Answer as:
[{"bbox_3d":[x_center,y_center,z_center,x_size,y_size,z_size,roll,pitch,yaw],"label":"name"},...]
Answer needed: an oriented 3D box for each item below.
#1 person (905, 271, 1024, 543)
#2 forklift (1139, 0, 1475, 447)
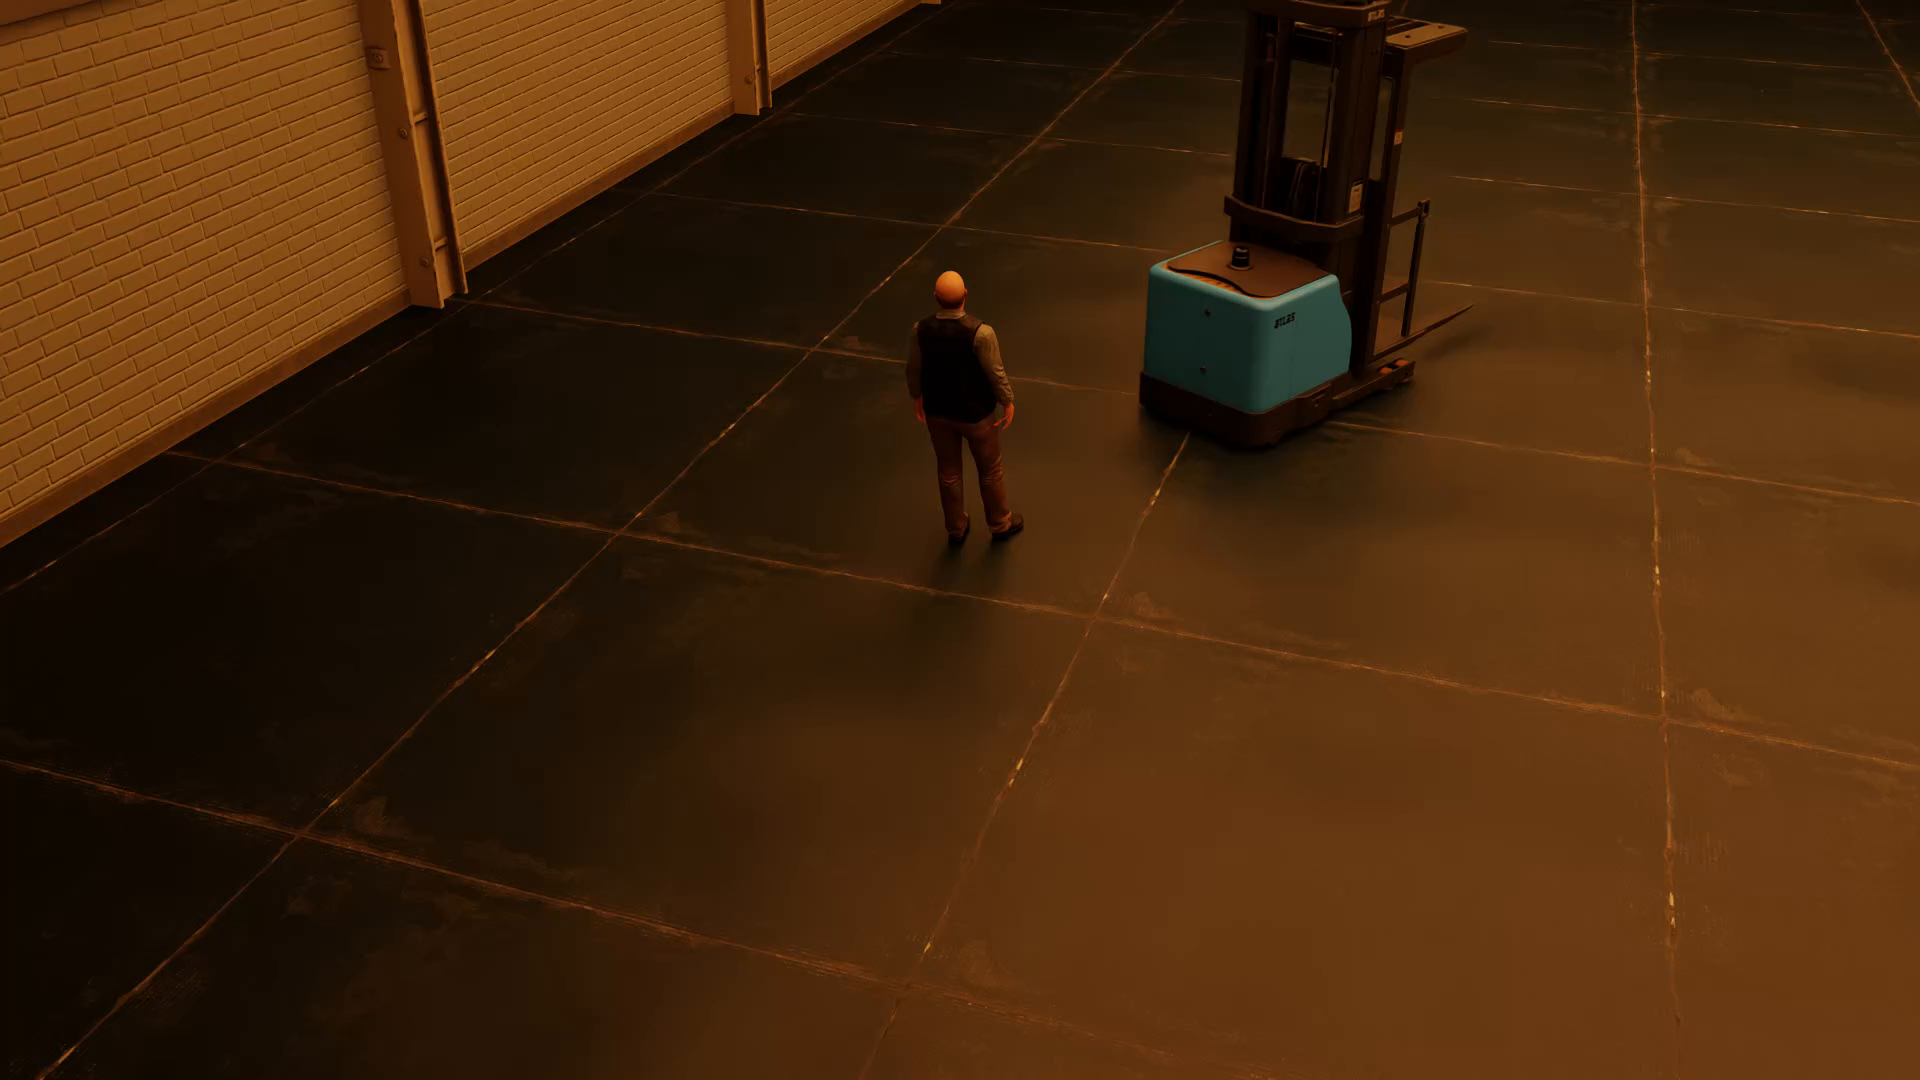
[{"bbox_3d":[0.027,-0.782,9.716,0.633,1.722,0.566,10,31,16],"label":"person"},{"bbox_3d":[2.664,-2.515,11.548,3.031,2.935,1.130,-26,38,-37],"label":"forklift"}]
